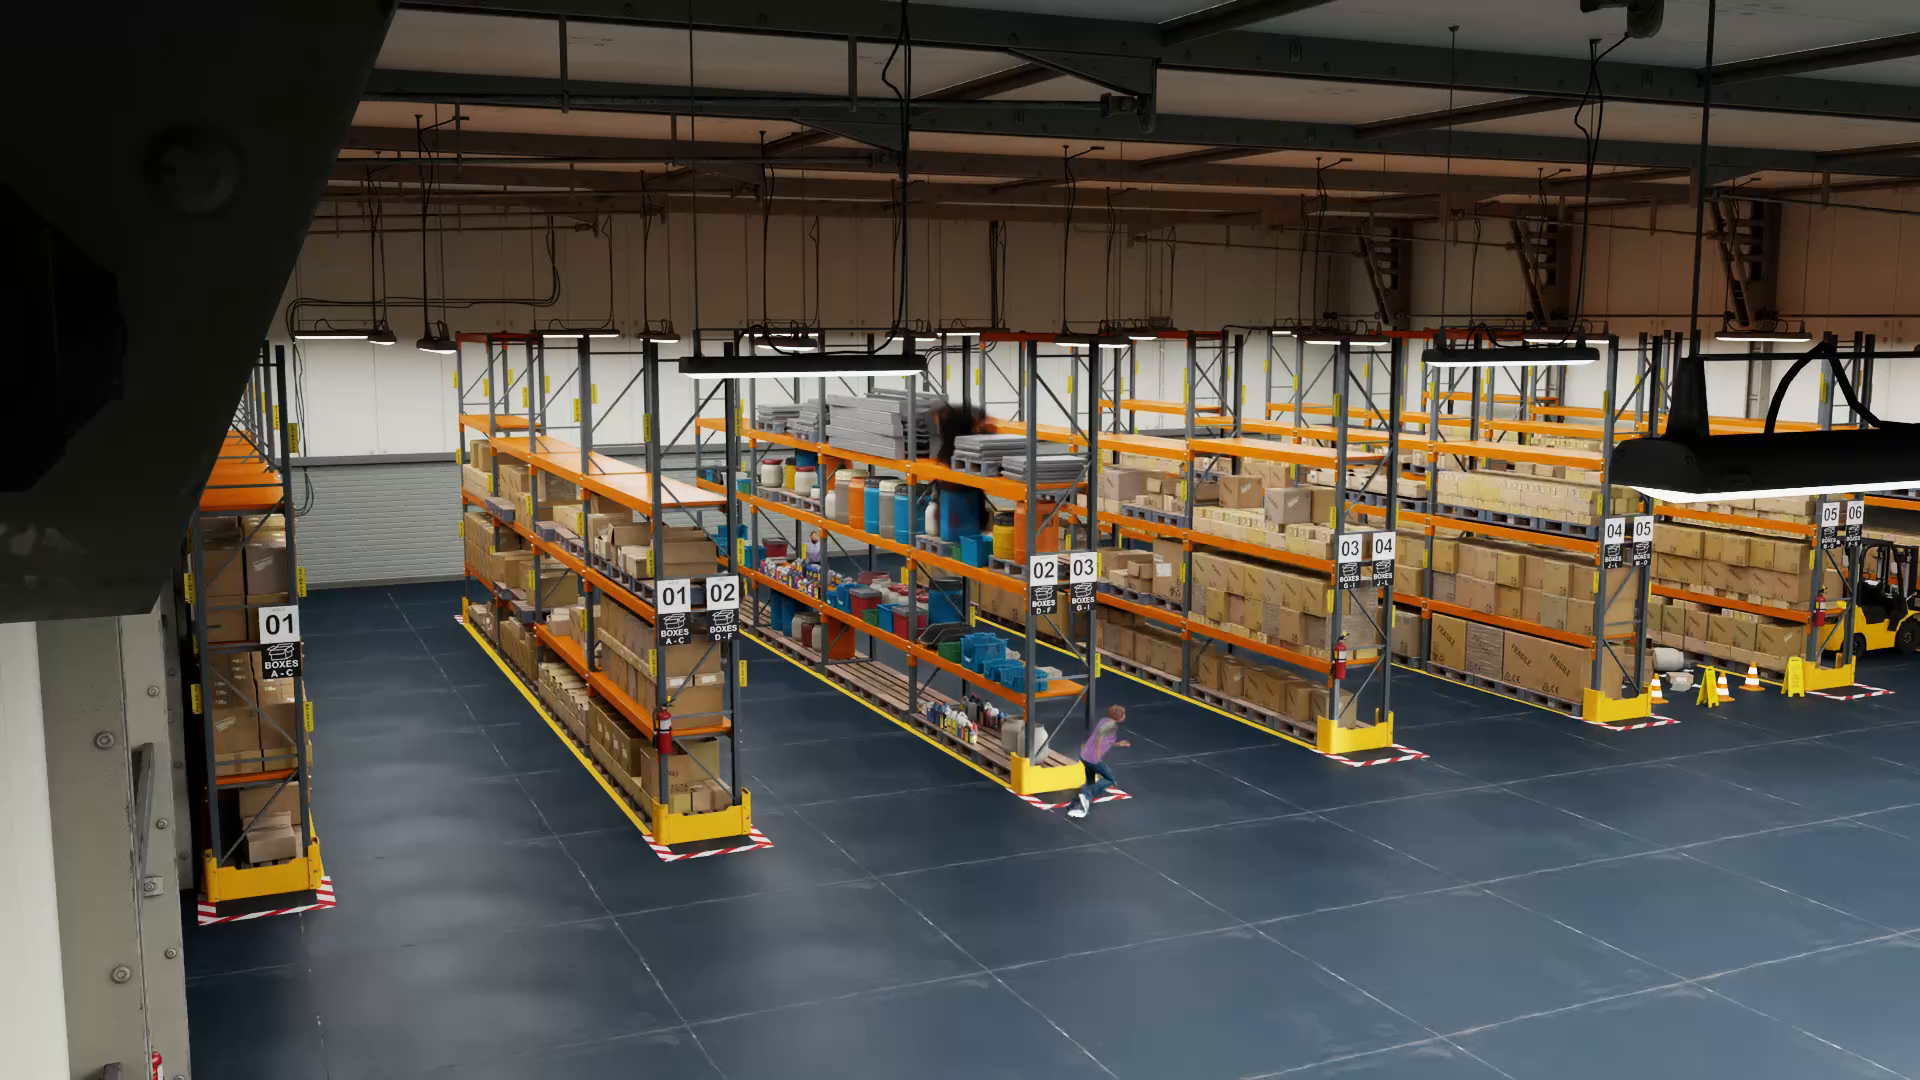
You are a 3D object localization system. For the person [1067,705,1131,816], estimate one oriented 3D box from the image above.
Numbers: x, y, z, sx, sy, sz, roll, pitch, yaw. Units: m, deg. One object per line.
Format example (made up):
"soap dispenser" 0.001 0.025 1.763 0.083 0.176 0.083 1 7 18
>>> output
"person" 1.771 2.800 20.990 0.827 1.434 0.576 -1 8 -8

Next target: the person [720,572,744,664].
"person" -4.327 1.402 30.489 0.707 1.712 0.792 -4 9 -27

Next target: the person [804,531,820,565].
"person" -3.253 0.613 36.550 0.551 1.661 0.886 -5 9 -33
